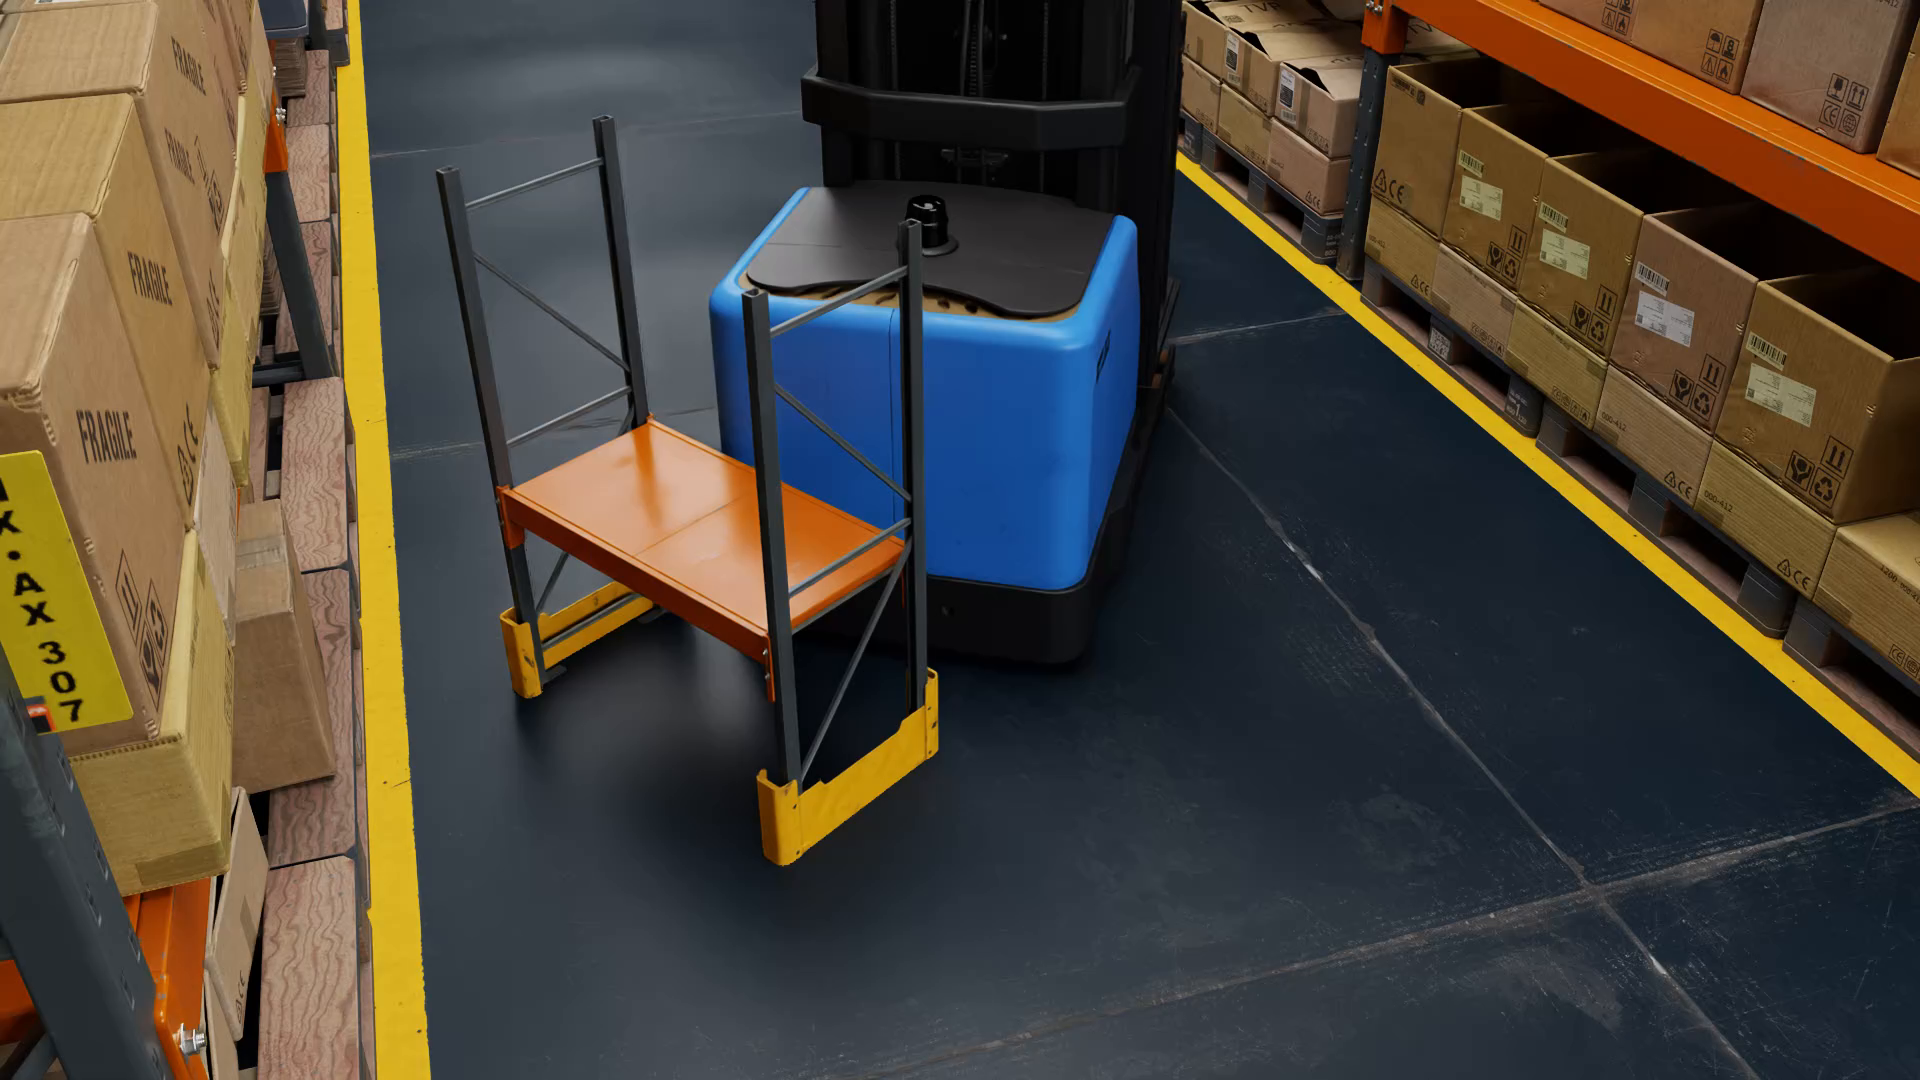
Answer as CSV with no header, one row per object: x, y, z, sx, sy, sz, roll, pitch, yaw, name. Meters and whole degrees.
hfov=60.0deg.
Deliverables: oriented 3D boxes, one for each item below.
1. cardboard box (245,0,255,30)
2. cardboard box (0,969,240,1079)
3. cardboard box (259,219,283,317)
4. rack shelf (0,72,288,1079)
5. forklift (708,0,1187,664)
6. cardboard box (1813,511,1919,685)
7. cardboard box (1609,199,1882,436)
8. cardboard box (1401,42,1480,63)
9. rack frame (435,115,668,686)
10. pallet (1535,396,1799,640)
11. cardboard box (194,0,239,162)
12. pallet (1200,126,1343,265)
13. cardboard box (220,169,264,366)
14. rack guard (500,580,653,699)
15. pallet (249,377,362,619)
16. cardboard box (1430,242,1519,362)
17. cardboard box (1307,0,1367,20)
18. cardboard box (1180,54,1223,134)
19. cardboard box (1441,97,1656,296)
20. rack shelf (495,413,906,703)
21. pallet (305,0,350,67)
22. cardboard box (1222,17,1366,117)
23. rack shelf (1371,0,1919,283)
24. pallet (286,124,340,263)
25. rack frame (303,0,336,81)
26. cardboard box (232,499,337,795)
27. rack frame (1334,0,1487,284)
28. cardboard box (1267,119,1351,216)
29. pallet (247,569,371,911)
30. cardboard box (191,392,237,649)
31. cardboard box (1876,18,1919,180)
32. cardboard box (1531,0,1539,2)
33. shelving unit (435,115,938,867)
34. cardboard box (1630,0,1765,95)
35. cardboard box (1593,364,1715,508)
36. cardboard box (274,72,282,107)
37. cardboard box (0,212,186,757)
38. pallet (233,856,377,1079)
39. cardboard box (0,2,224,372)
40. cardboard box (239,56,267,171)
-2.218,-1.651,4.465,0.500,0.500,0.500,-10,35,-15,cardboard box
-1.562,1.072,2.947,0.500,0.311,0.500,-14,36,-20,cardboard box
-2.897,-1.112,6.081,0.700,0.500,0.500,-9,34,-13,cardboard box
-2.047,-0.238,3.542,1.077,0.370,4.000,-10,35,-15,rack shelf
0.166,-1.687,5.144,1.130,2.935,3.031,7,34,11,forklift
2.671,0.157,4.405,0.500,0.250,0.500,-10,35,-15,cardboard box
2.363,-0.681,4.992,0.500,0.500,0.500,-10,35,-15,cardboard box
2.171,-1.944,7.076,0.500,0.311,0.500,-10,35,-15,cardboard box
-1.029,-0.321,4.375,0.032,1.500,0.500,25,41,33,rack frame
2.638,-0.194,5.351,1.003,0.211,1.213,-10,35,-15,pallet
-1.917,-1.123,3.667,0.500,0.500,0.500,-11,35,-16,cardboard box
1.798,-1.640,7.540,1.003,0.211,1.213,-10,35,-15,pallet
-1.757,-0.548,3.476,0.500,0.250,0.500,-10,35,-14,cardboard box
-1.028,0.201,4.718,0.087,0.250,0.587,25,41,33,rack guard
-2.418,-0.078,5.177,1.003,0.211,1.213,-10,35,-15,pallet
2.060,-0.893,5.994,0.500,0.250,0.500,-10,35,-15,cardboard box
1.864,-2.479,7.886,0.500,0.311,0.500,-11,35,-16,cardboard box
1.348,-2.155,7.903,0.500,0.250,0.500,-9,35,-14,cardboard box
2.063,-1.207,5.788,0.500,0.500,0.500,-10,35,-15,cardboard box
-0.642,0.011,4.199,1.000,0.185,0.538,25,41,33,rack shelf
-4.046,-2.952,9.525,1.003,0.211,1.213,-10,35,-15,pallet
1.498,-2.122,7.345,0.500,0.311,0.500,-9,35,-13,cardboard box
2.670,-1.073,4.805,1.077,0.370,4.000,-10,35,-15,rack shelf
-3.271,-1.475,7.291,1.003,0.211,1.213,-10,35,-15,pallet
-3.877,-3.688,8.111,1.000,3.000,0.127,-10,35,-15,rack frame
-1.912,0.300,3.943,0.700,0.500,0.500,-12,35,-18,cardboard box
2.060,-2.423,6.196,1.000,3.000,0.127,-10,35,-15,rack frame
1.657,-1.620,7.094,0.500,0.250,0.500,-10,35,-15,cardboard box
-2.042,0.564,4.206,1.003,0.211,1.213,-10,35,-15,pallet
-1.455,-0.014,2.668,0.500,0.250,0.500,-11,35,-16,cardboard box
2.839,-1.149,4.177,0.700,0.500,0.500,-10,35,-14,cardboard box
2.201,-2.233,5.818,0.700,0.500,0.500,-11,35,-16,cardboard box
-0.649,-0.142,4.104,1.083,1.500,0.587,25,41,33,shelving unit
2.517,-1.693,5.001,0.700,0.500,0.500,-10,35,-14,cardboard box
2.366,-0.368,5.200,0.500,0.250,0.500,-10,35,-15,cardboard box
-3.561,-2.170,7.681,0.700,0.500,0.500,-10,35,-15,cardboard box
-1.296,-0.048,2.039,0.500,0.500,0.500,-10,35,-15,cardboard box
-1.674,1.203,3.238,1.003,0.211,1.213,-10,35,-15,pallet
-1.589,-0.581,2.847,0.500,0.500,0.500,-11,35,-16,cardboard box
-2.080,-1.073,4.271,0.500,0.250,0.500,-10,35,-15,cardboard box
